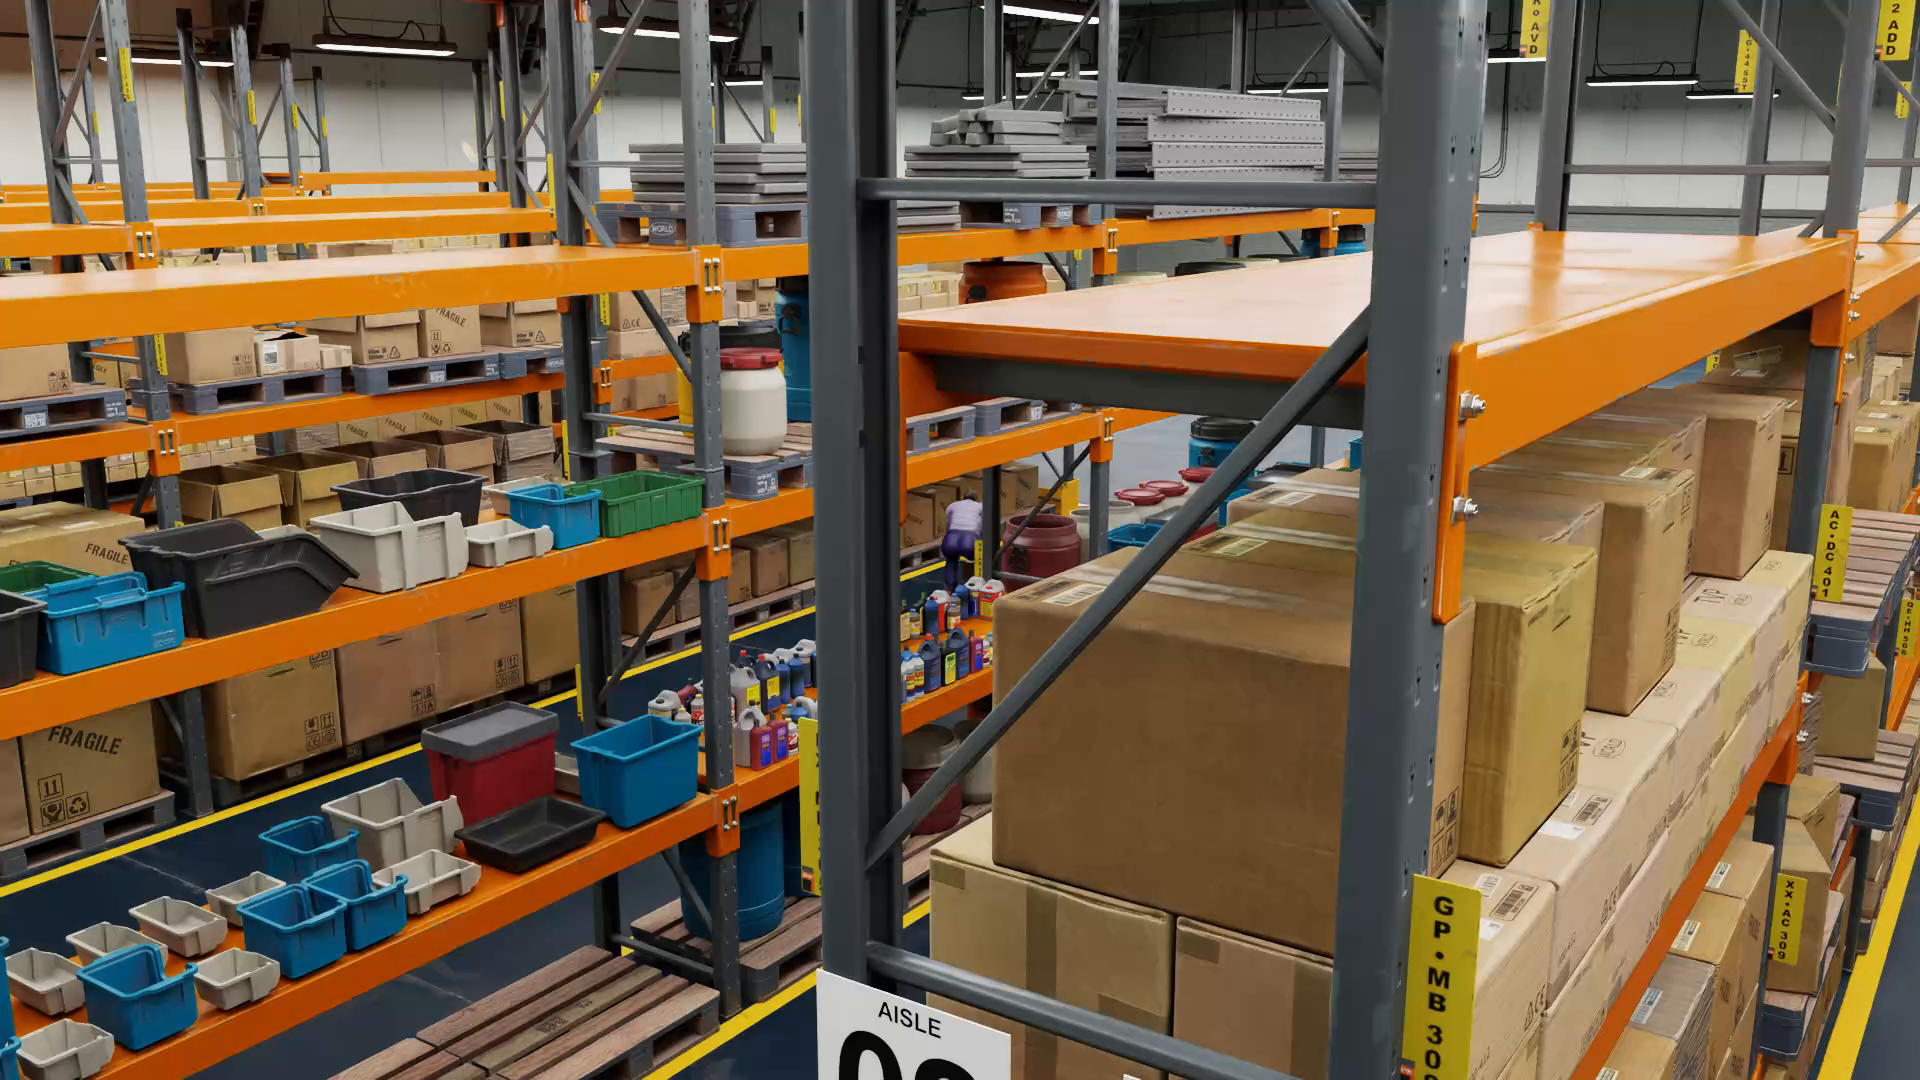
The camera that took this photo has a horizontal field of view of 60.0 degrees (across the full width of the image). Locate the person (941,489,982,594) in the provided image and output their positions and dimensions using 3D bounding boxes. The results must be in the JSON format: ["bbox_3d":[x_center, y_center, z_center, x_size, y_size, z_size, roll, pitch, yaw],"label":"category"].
[{"bbox_3d":[0.053,0.035,17.678,0.535,1.060,0.785,4,14,17],"label":"person"}]
